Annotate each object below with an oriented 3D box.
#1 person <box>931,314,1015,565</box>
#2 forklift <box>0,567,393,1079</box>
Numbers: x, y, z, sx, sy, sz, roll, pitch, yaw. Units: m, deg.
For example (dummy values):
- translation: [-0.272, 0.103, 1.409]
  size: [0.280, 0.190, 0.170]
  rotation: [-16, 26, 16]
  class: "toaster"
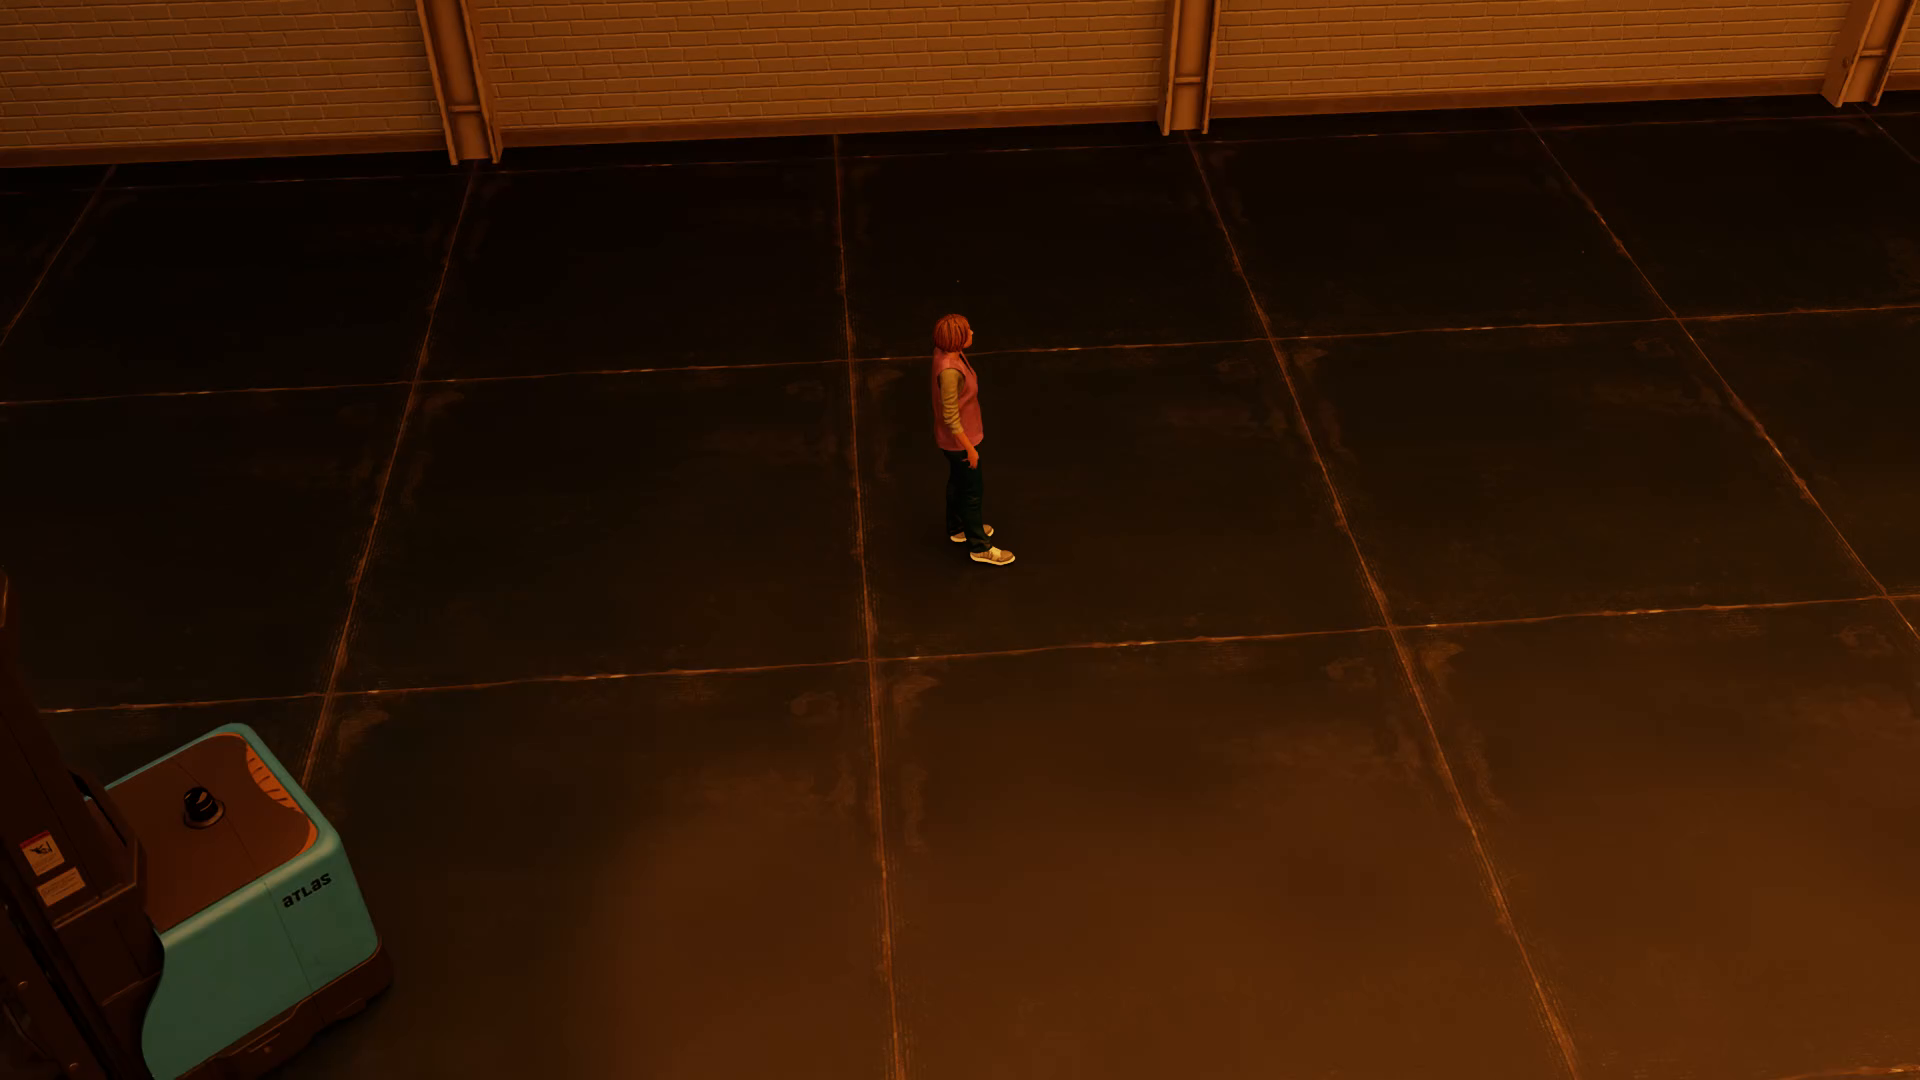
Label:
- translation: [0.074, -0.608, 9.663]
  size: [0.476, 1.597, 0.520]
  rotation: [-3, 41, -4]
  class: "person"
- translation: [-4.054, 1.392, 6.310]
  size: [3.031, 2.935, 1.130]
  rotation: [-31, 49, -31]
  class: "forklift"
